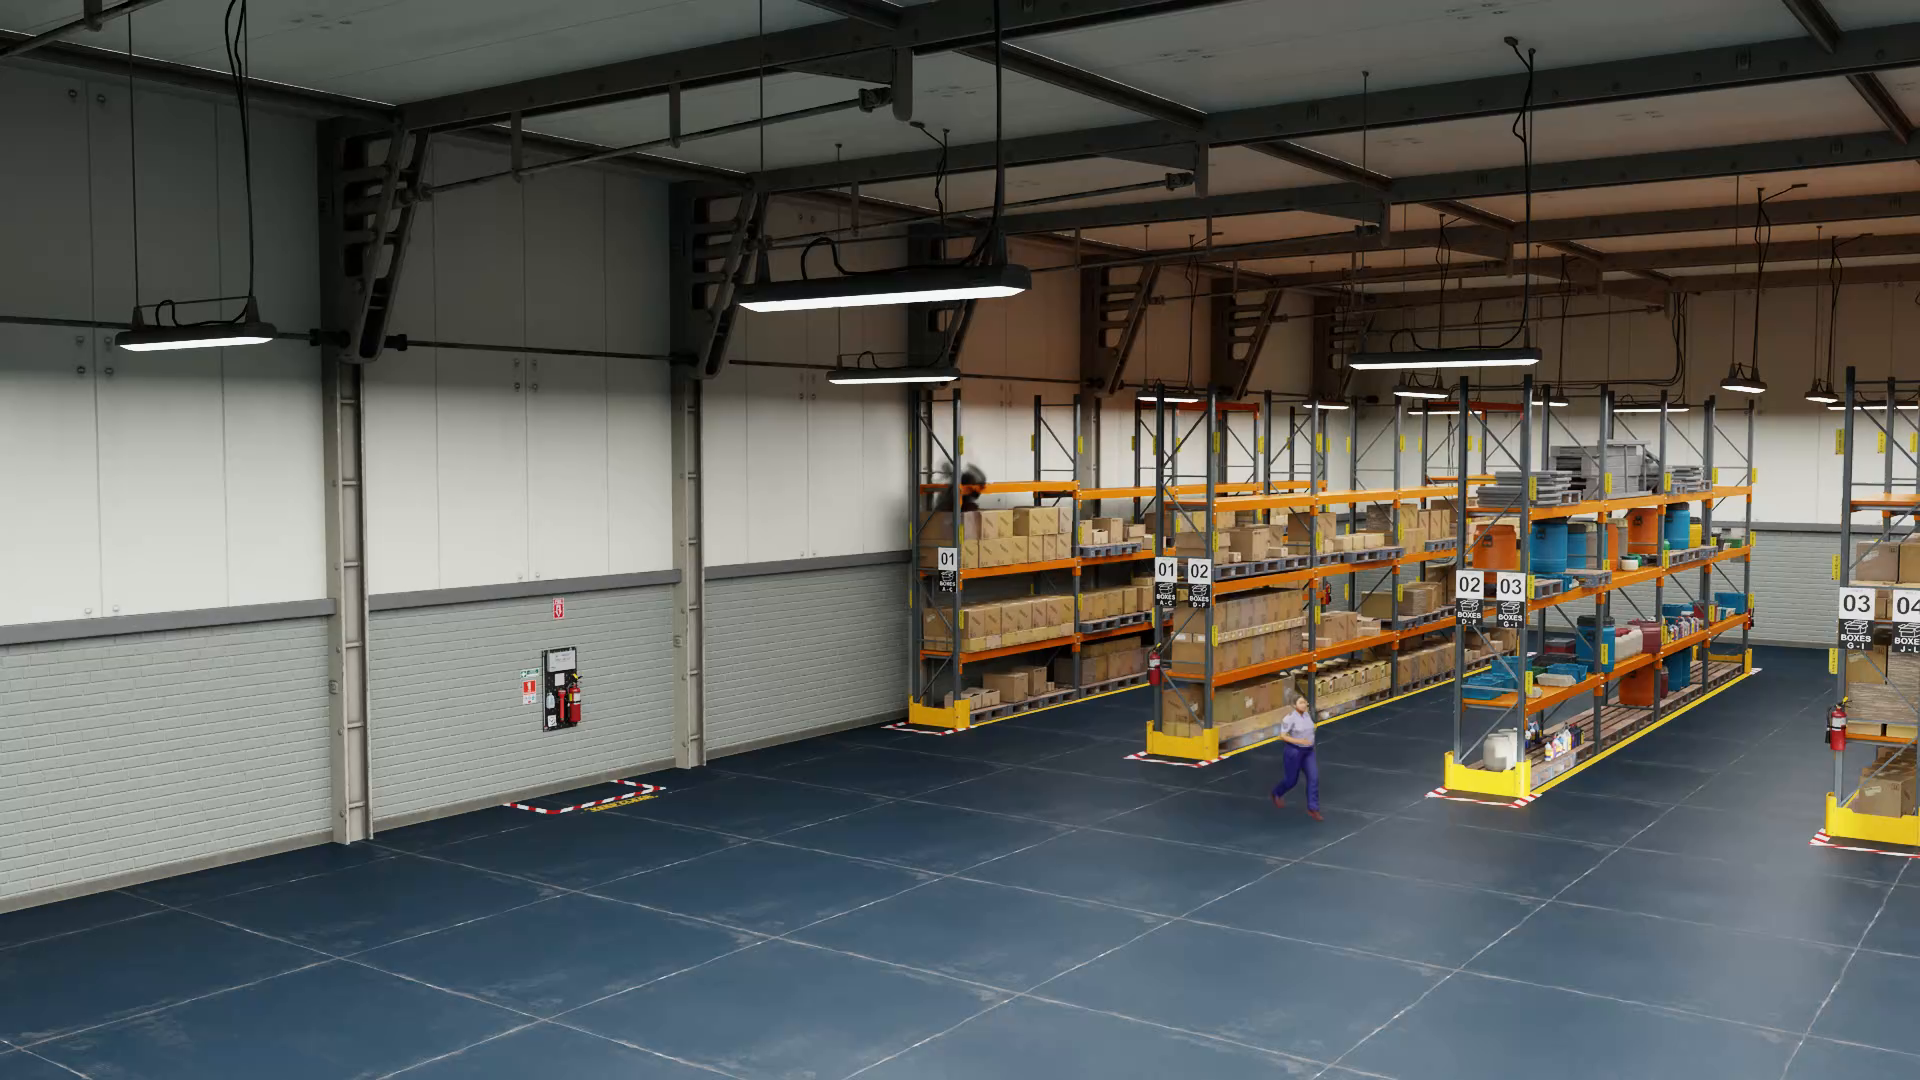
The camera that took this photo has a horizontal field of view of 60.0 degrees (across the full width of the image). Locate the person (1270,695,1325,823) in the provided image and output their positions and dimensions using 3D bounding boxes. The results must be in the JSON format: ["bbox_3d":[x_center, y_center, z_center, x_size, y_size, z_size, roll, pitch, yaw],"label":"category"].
[{"bbox_3d":[4.550,2.912,22.375,0.616,1.656,0.925,-2,4,-29],"label":"person"}]
